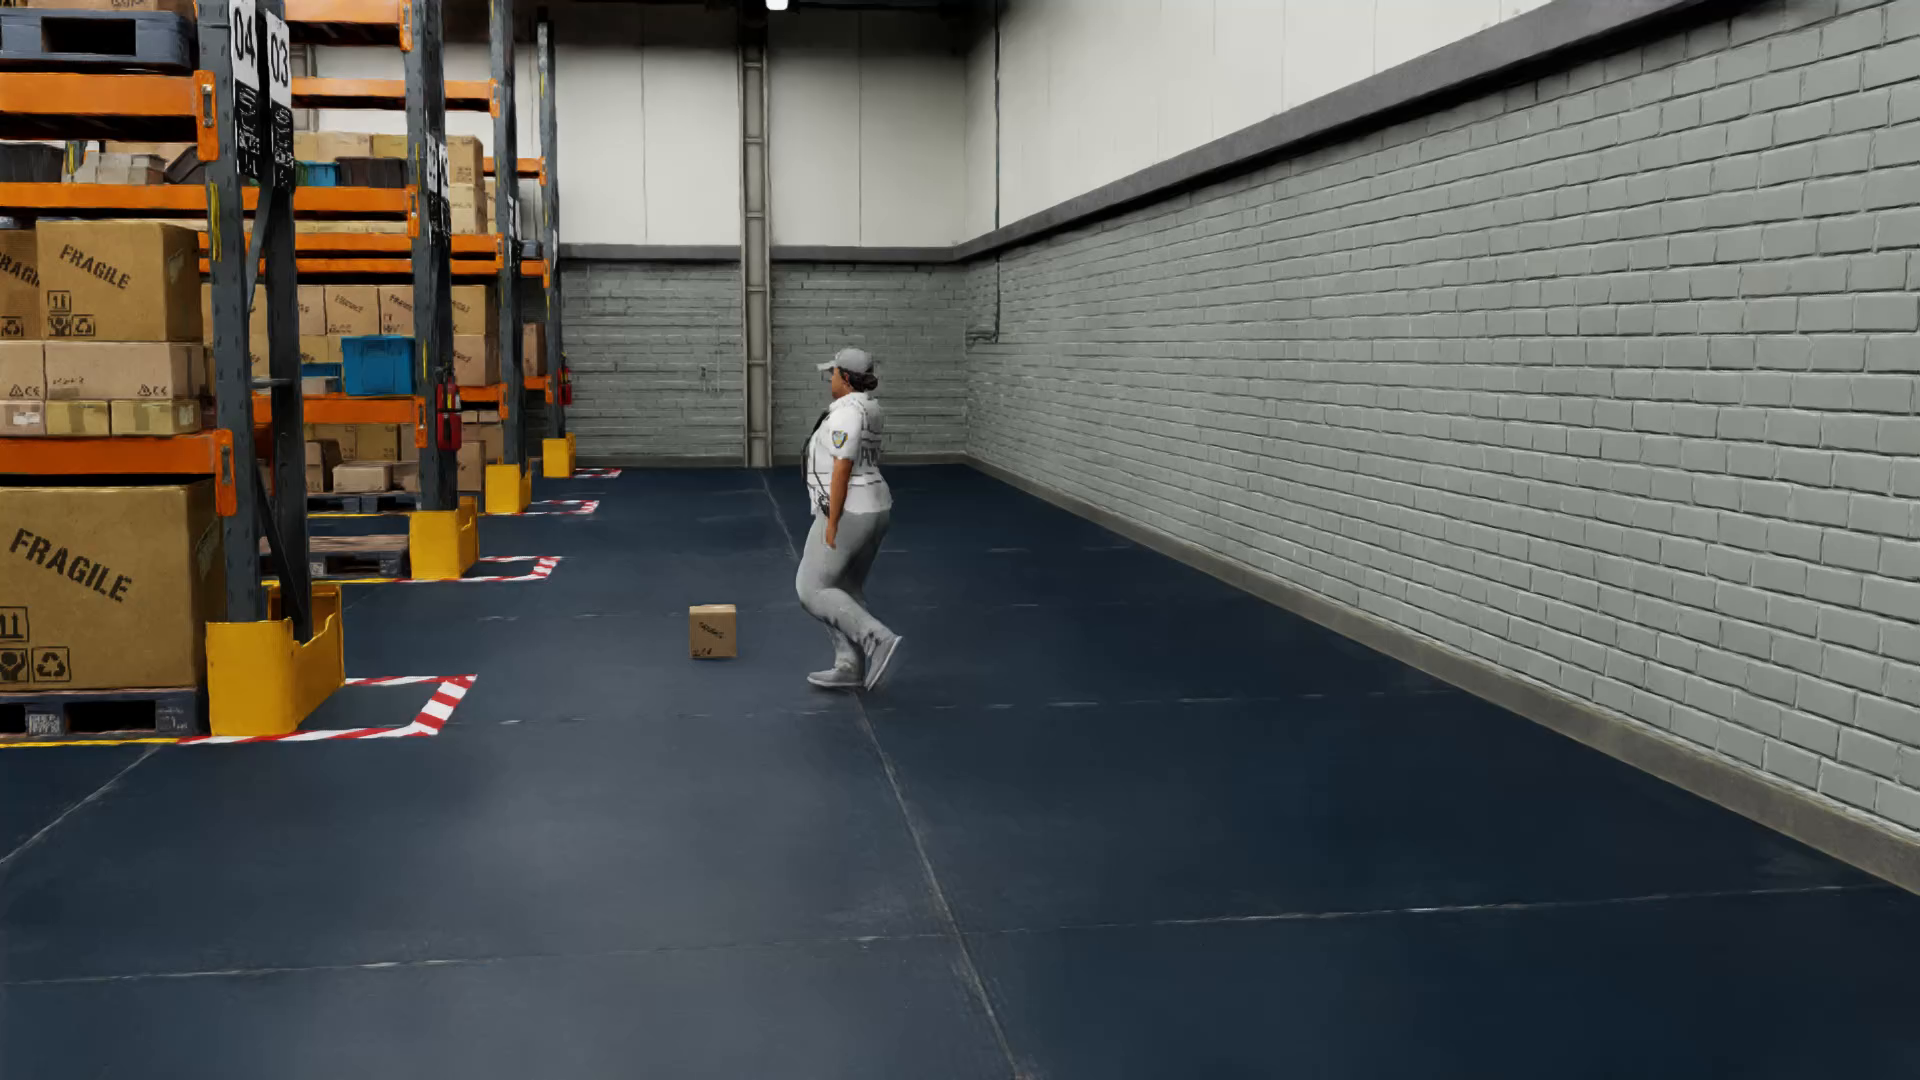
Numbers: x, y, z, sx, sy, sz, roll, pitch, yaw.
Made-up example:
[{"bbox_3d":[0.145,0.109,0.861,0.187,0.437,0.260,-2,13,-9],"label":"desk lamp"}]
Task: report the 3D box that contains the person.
[{"bbox_3d":[-0.523,-0.100,8.022,0.494,1.650,0.527,2,7,16],"label":"person"}]
